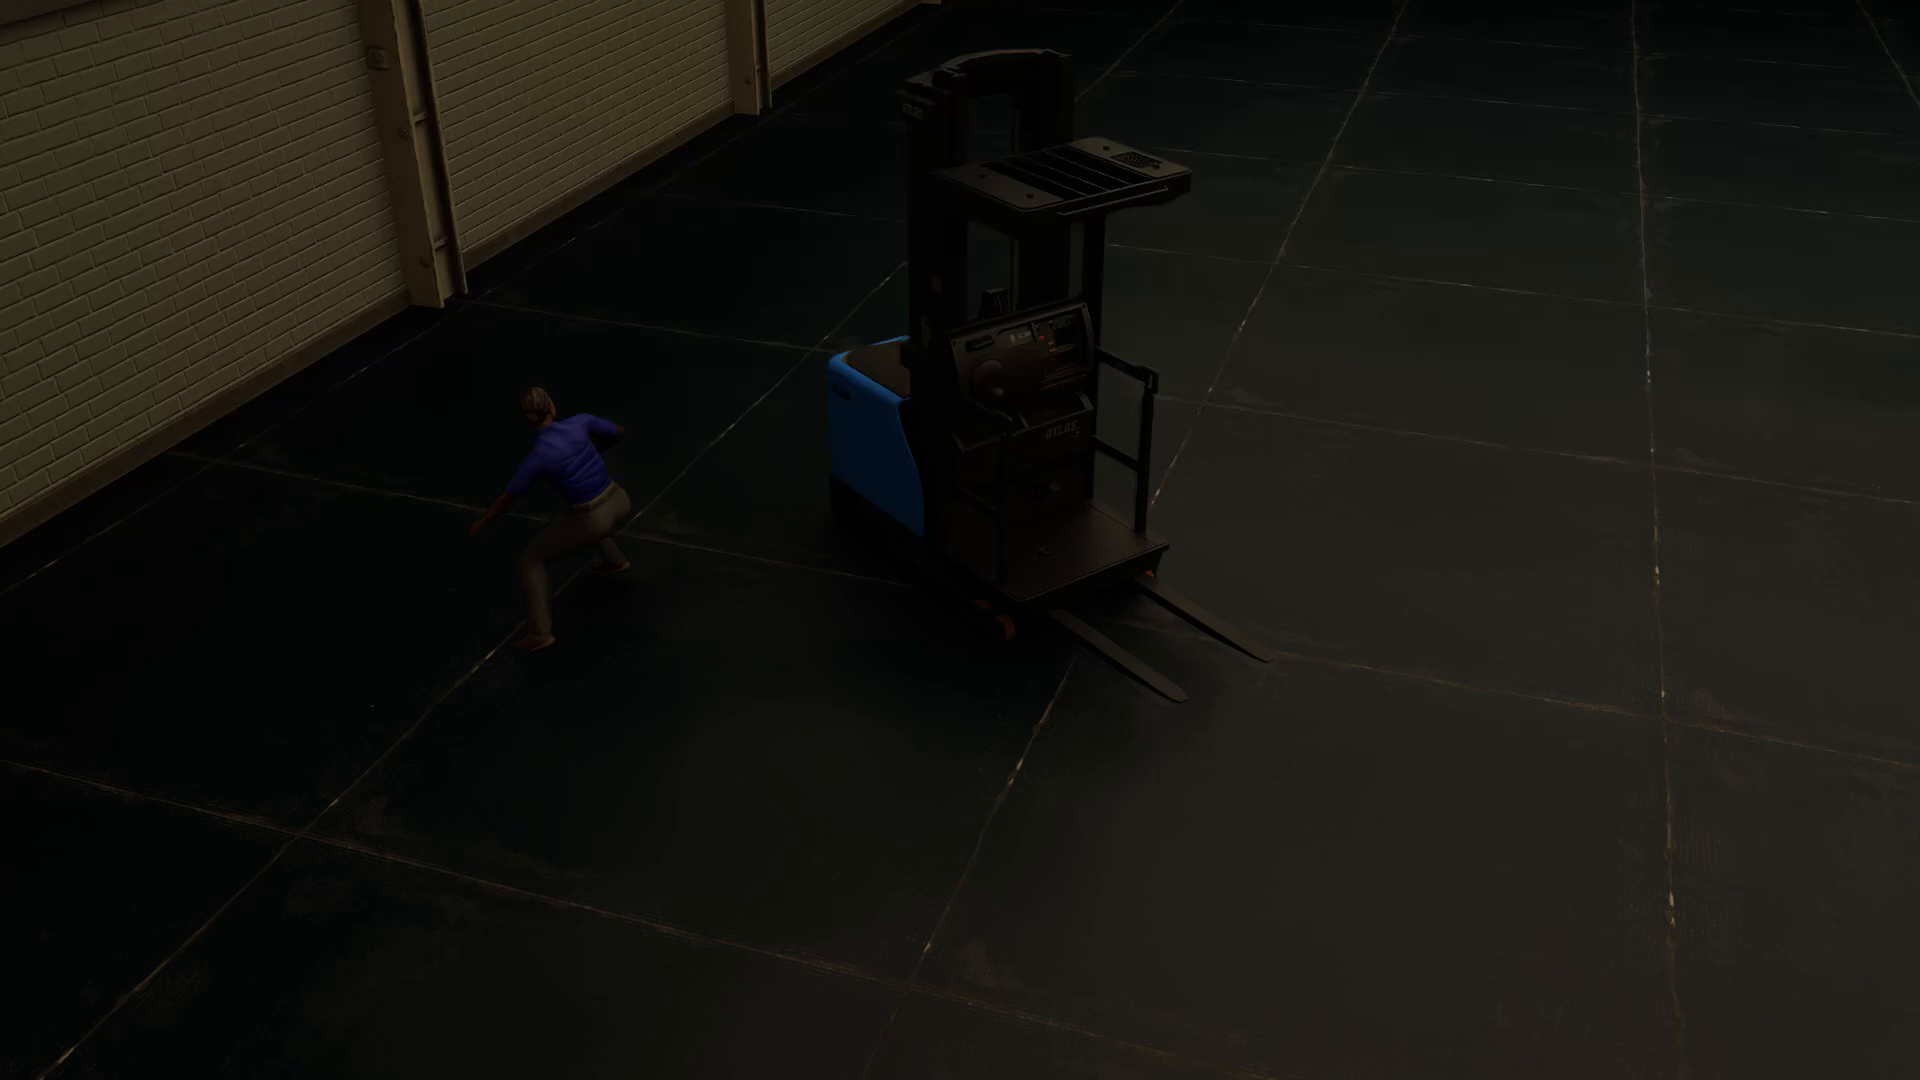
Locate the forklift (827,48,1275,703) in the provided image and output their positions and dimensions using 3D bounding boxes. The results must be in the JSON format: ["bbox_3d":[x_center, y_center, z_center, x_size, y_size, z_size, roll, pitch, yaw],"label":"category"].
[{"bbox_3d":[0.468,-0.978,8.853,1.130,2.935,3.031,-20,35,-31],"label":"forklift"}]

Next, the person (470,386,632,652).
[{"bbox_3d":[-2.206,-0.168,9.044,0.716,1.439,0.855,17,34,27],"label":"person"}]
